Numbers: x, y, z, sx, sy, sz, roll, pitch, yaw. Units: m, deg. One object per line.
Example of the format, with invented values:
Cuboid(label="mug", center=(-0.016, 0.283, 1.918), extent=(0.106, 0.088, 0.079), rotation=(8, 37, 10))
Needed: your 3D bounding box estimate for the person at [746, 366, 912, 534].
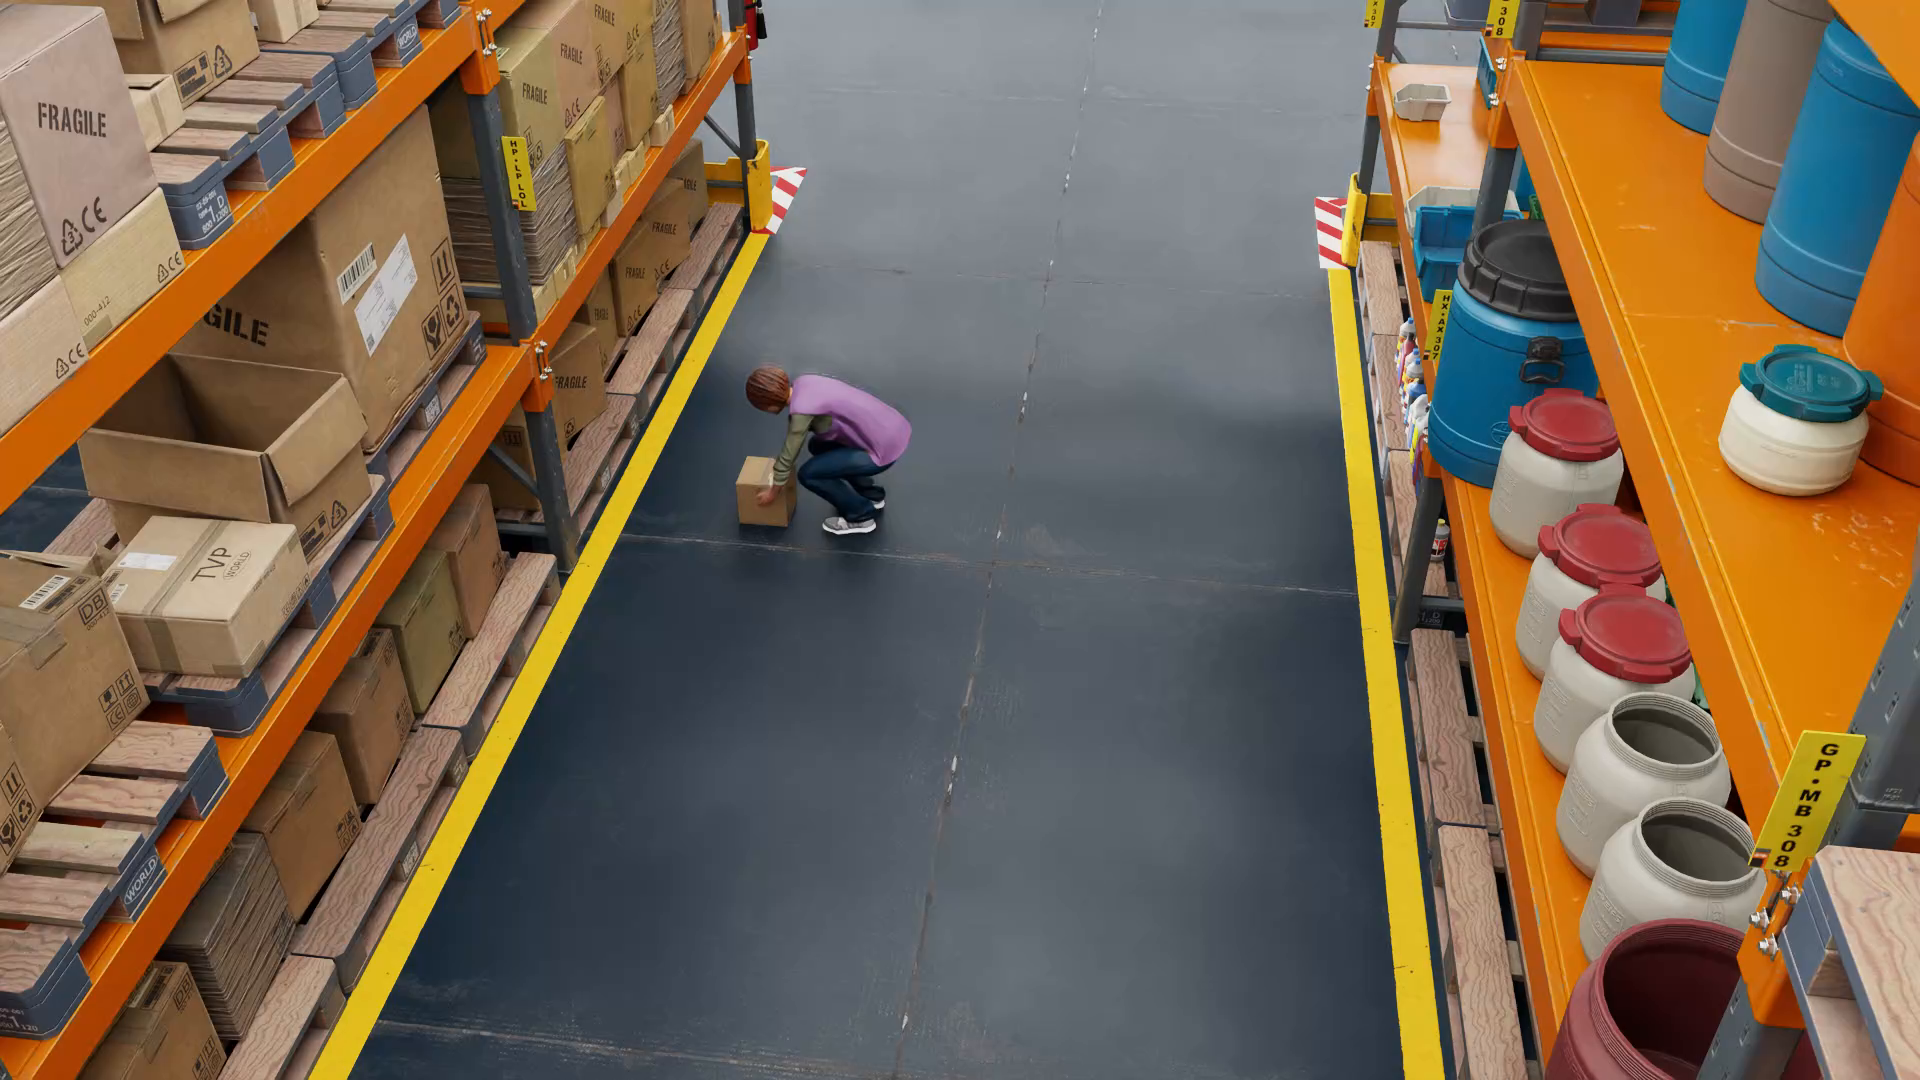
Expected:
Cuboid(label="person", center=(-0.641, -0.464, 8.267), extent=(0.794, 0.887, 0.447), rotation=(4, 37, 6))
